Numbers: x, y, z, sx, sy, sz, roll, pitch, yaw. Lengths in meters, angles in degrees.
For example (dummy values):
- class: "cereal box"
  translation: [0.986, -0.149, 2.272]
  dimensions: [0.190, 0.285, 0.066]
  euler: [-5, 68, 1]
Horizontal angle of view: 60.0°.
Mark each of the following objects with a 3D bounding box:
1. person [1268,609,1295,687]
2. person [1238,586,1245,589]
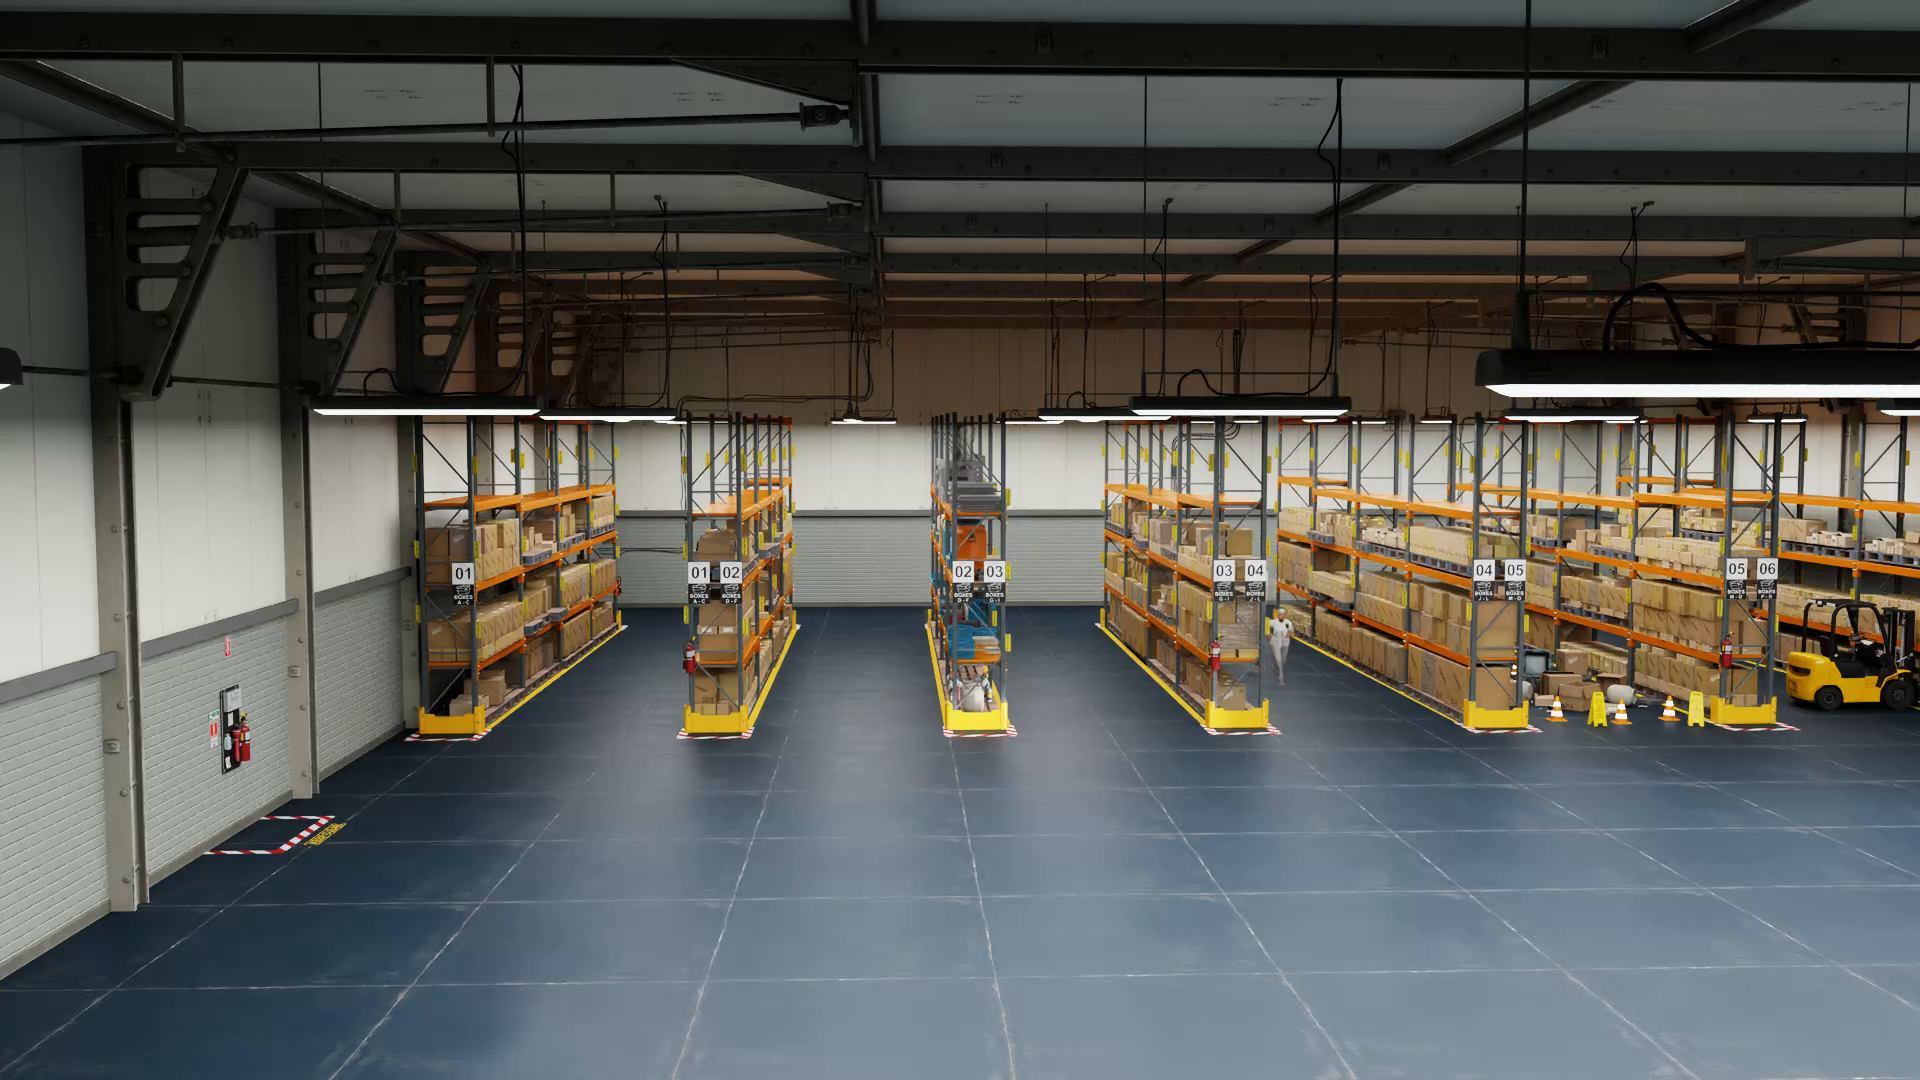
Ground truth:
- class: "person"
  translation: [7.168, 2.387, 37.182]
  dimensions: [0.561, 1.712, 1.048]
  euler: [-1, 4, -11]
- class: "person"
  translation: [8.196, 1.557, 48.543]
  dimensions: [0.910, 1.768, 0.772]
  euler: [-3, 5, -33]
